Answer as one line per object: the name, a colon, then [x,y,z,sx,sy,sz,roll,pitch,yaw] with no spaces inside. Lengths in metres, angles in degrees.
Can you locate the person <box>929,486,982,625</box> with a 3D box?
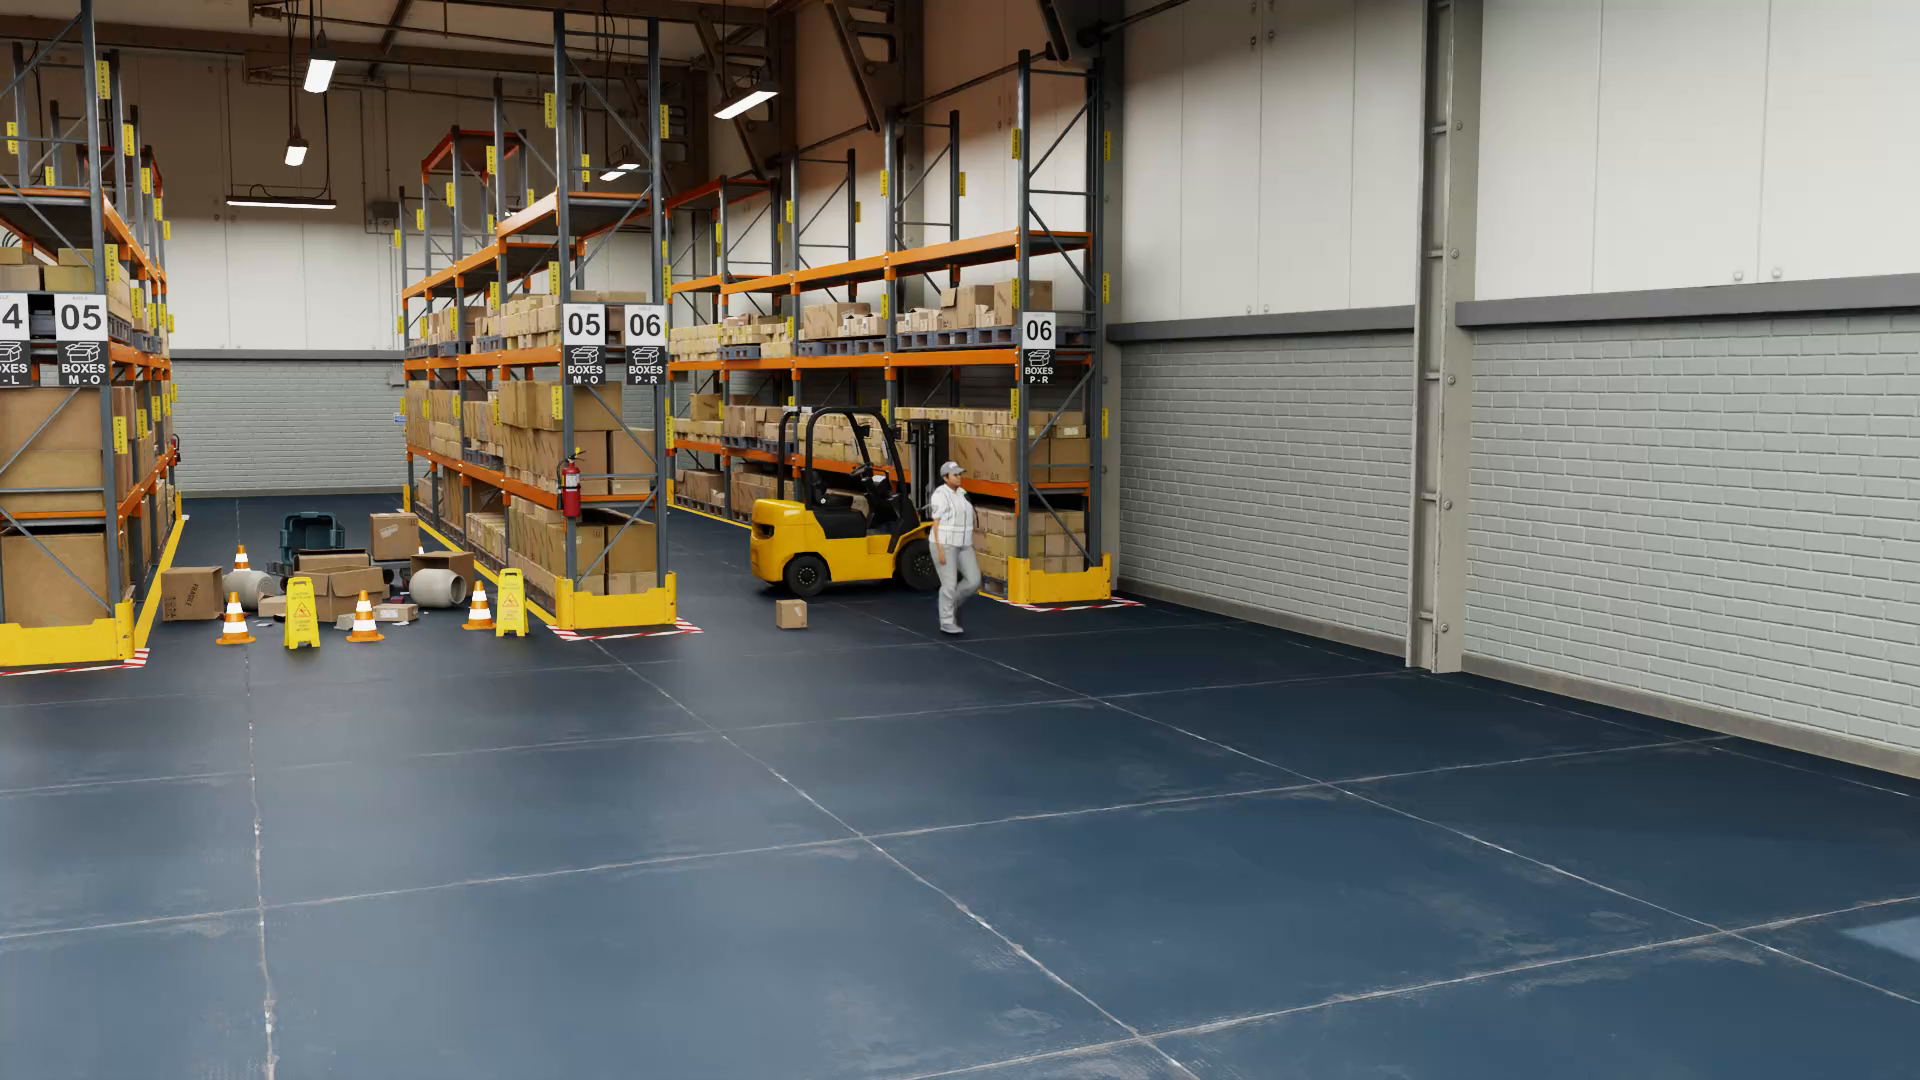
person: [-0.071,0.150,16.086,0.452,1.357,0.437,-5,8,-44]
